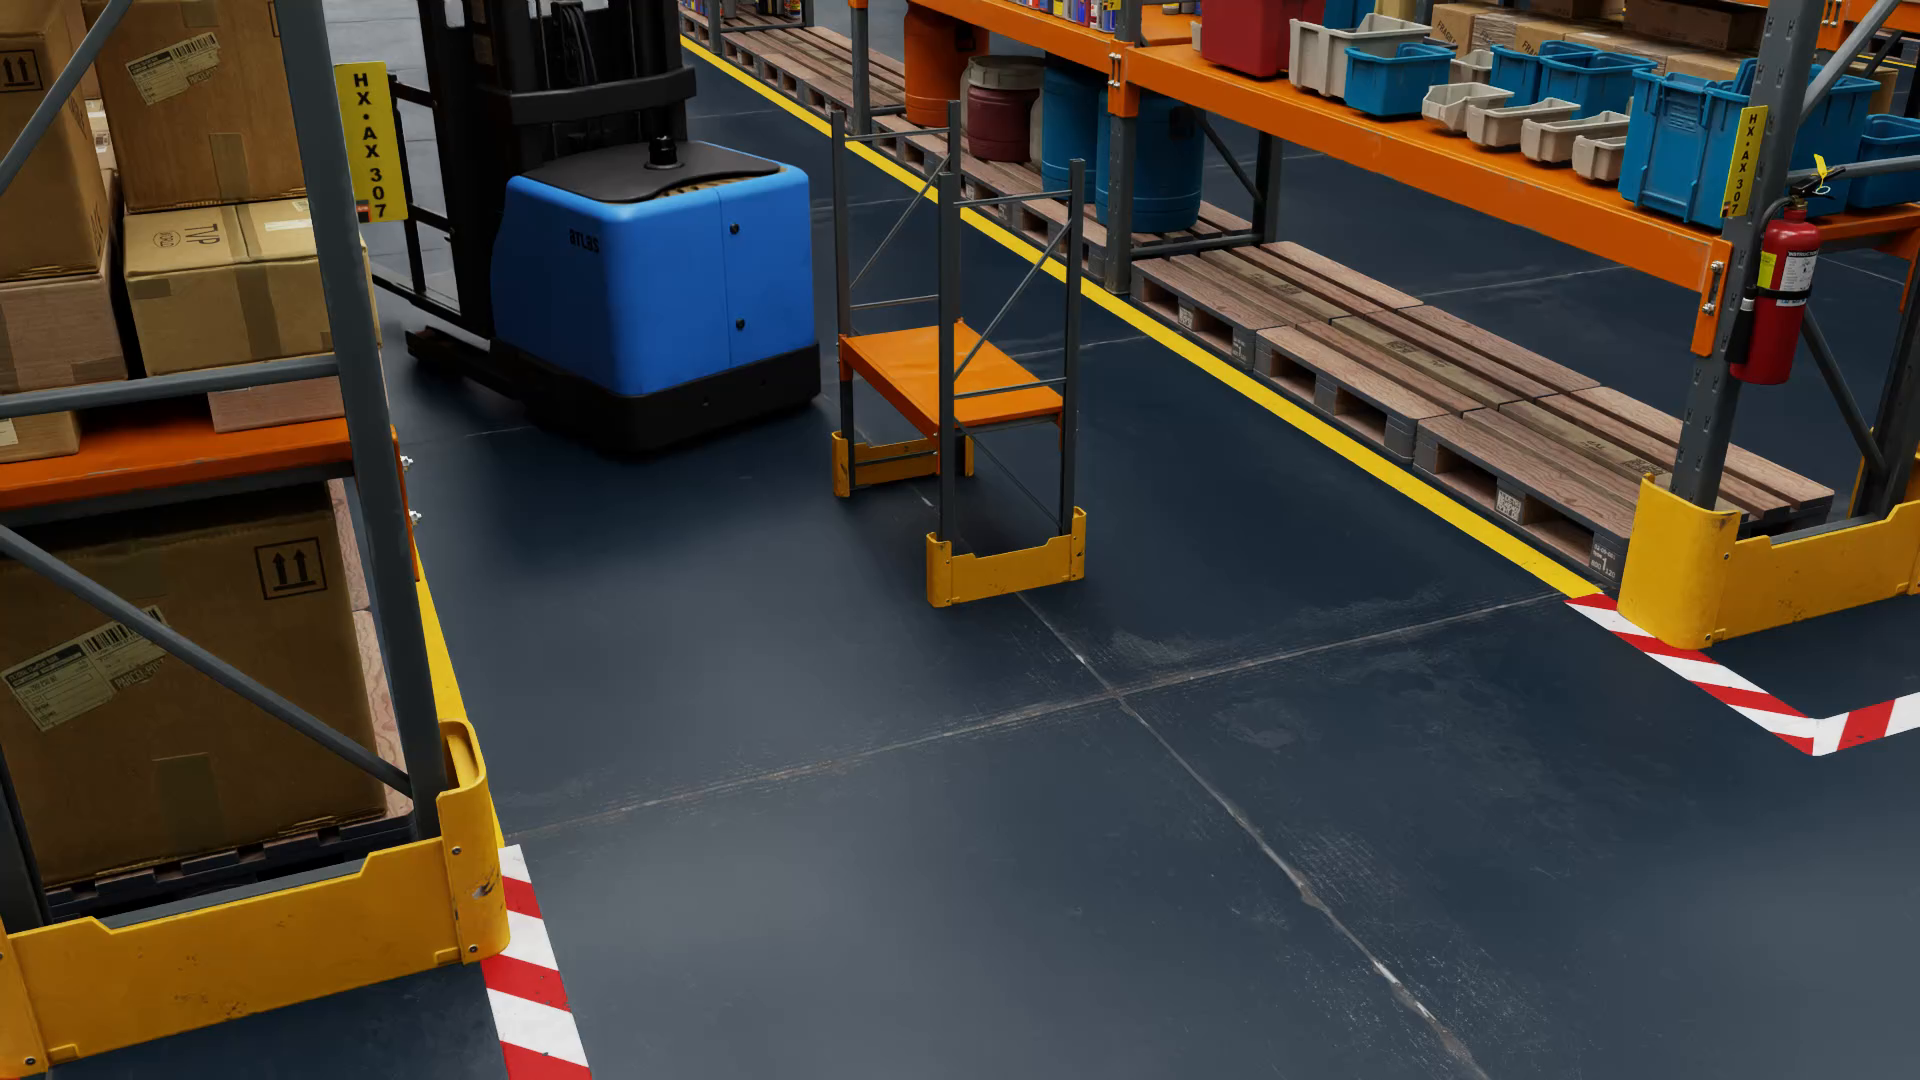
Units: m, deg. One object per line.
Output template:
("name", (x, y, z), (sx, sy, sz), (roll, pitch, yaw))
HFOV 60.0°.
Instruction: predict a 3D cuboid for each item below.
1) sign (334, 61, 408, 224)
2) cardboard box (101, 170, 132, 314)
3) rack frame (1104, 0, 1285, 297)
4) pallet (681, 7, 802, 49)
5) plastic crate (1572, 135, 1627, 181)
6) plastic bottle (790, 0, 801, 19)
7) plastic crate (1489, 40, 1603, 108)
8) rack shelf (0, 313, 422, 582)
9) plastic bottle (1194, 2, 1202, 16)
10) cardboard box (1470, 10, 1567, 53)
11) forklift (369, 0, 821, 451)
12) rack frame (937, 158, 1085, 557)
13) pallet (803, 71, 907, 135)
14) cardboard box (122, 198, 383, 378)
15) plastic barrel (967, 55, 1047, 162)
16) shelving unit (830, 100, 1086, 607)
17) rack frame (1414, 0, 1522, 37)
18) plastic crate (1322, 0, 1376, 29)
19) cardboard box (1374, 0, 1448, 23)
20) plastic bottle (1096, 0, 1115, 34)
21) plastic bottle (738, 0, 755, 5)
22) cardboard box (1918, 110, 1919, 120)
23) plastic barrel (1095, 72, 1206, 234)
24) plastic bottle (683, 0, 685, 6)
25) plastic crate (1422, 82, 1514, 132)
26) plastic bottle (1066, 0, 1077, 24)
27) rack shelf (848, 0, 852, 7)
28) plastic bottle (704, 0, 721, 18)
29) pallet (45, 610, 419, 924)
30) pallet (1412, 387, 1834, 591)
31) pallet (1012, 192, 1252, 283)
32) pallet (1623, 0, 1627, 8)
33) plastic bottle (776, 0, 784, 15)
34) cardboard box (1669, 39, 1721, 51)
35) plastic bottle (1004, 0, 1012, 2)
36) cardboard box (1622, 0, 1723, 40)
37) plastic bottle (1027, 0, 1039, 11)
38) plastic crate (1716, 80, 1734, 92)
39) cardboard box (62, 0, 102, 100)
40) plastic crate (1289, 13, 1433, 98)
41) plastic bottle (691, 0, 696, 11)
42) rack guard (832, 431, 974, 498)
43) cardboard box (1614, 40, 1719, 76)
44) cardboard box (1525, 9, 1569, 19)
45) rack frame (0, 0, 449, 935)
("sign", (-1.213, -0.817, 3.428), (0.100, 0.325, 0.005), (-11, 28, -21))
("cardboard box", (-2.358, -0.721, 4.140), (0.500, 0.250, 0.500), (-11, 28, -21))
("rack frame", (1.265, -2.766, 8.495), (1.000, 3.000, 0.127), (-11, 28, -21))
("pallet", (-2.092, -5.020, 16.292), (1.003, 0.211, 1.213), (-11, 28, -21))
("plastic crate", (2.346, -1.357, 5.843), (0.396, 0.136, 0.243), (-11, 28, -21))
("plastic bottle", (-1.589, -5.171, 16.030), (0.097, 0.271, 0.097), (0, 26, 0))
("plastic crate", (2.405, -1.911, 6.868), (0.416, 0.233, 0.300), (-11, 28, -21))
("rack shelf", (-2.509, -0.784, 5.257), (1.077, 0.370, 4.000), (-11, 28, -21))
("plastic bottle", (1.362, -3.066, 9.257), (0.097, 0.271, 0.097), (0, 26, 0))
("cardboard box", (4.383, -3.861, 13.087), (0.500, 0.500, 0.500), (-12, 28, -22))
("forklift", (-2.004, -2.235, 7.487), (1.130, 2.935, 3.031), (-23, 34, -38))
("rack frame", (0.166, -0.503, 5.571), (0.500, 1.500, 0.032), (-11, 28, -21))
("pallet", (-0.569, -3.447, 13.069), (1.003, 0.211, 1.213), (-11, 28, -21))
("cardboard box", (-1.665, -0.606, 3.905), (0.500, 0.250, 0.500), (-11, 28, -22))
("plastic barrel", (0.348, -2.835, 10.907), (0.600, 0.588, 0.708), (-11, 28, -21))
("shelving unit", (-0.030, -0.705, 5.984), (0.587, 1.500, 1.083), (-11, 28, -21))
("rack frame", (4.258, -5.230, 13.543), (1.000, 3.000, 0.127), (-11, 28, -21))
("plastic crate", (1.762, -2.655, 8.220), (0.392, 0.384, 0.575), (-11, 28, -21))
("cardboard box", (3.826, -4.604, 14.277), (0.500, 0.311, 0.500), (-10, 28, -19))
("plastic bottle", (0.813, -2.813, 8.735), (0.152, 0.276, 0.135), (-11, 28, -21))
("plastic bottle", (-2.169, -5.578, 16.859), (0.152, 0.276, 0.135), (-11, 28, -21))
("cardboard box", (6.309, -2.508, 10.316), (0.500, 0.500, 0.500), (-11, 28, -21))
("plastic barrel", (1.068, -2.234, 9.319), (0.600, 0.901, 0.708), (-11, 28, -21))
("plastic bottle", (-2.758, -5.536, 16.777), (0.097, 0.271, 0.097), (0, 26, 0))
("plastic crate", (1.981, -1.701, 6.548), (0.298, 0.136, 0.250), (-11, 28, -21))
("plastic bottle", (0.670, -2.961, 9.037), (0.152, 0.276, 0.135), (-11, 28, -21))
("rack shelf", (-1.084, -4.864, 13.614), (1.077, 0.370, 4.000), (-11, 28, -21))
("plastic bottle", (-2.385, -5.213, 16.026), (0.144, 0.351, 0.185), (-11, 28, -22))
("pallet", (-2.111, 0.644, 4.690), (1.003, 0.211, 1.213), (-11, 28, -21))
("pallet", (2.544, -0.237, 6.495), (1.003, 0.211, 1.213), (-11, 28, -21))
("pallet", (1.001, -1.831, 9.760), (1.003, 0.211, 1.213), (-11, 28, -21))
("pallet", (7.554, -6.130, 18.565), (1.003, 0.211, 1.213), (-11, 28, -21))
("plastic bottle", (-1.741, -5.299, 16.287), (0.152, 0.276, 0.135), (-10, 28, -19))
("cardboard box", (5.451, -3.343, 12.026), (0.500, 0.500, 0.500), (-10, 28, -20))
("plastic bottle", (0.329, -3.312, 9.757), (0.152, 0.276, 0.135), (-11, 28, -21))
("cardboard box", (5.271, -3.870, 12.250), (0.500, 0.250, 0.500), (-11, 28, -22))
("plastic bottle", (0.473, -3.164, 9.454), (0.152, 0.276, 0.135), (-11, 28, -21))
("plastic crate", (2.780, -1.524, 6.076), (0.416, 0.233, 0.300), (-11, 28, -21))
("cardboard box", (-2.946, -1.671, 5.231), (0.500, 0.500, 0.500), (-11, 28, -22))
("plastic crate", (1.694, -2.091, 7.181), (0.437, 0.282, 0.530), (-11, 28, -21))
("plastic bottle", (-2.587, -5.421, 16.452), (0.144, 0.351, 0.185), (-11, 28, -21))
("rack guard", (-0.225, -0.344, 6.670), (0.587, 0.250, 0.087), (-11, 28, -21))
("cardboard box", (4.986, -3.243, 11.821), (0.500, 0.500, 0.500), (-10, 28, -20))
("cardboard box", (4.840, -3.967, 13.304), (0.500, 0.500, 0.500), (-9, 28, -19))
("rack frame", (-1.726, -0.300, 3.445), (1.000, 3.000, 0.127), (-11, 28, -21))
